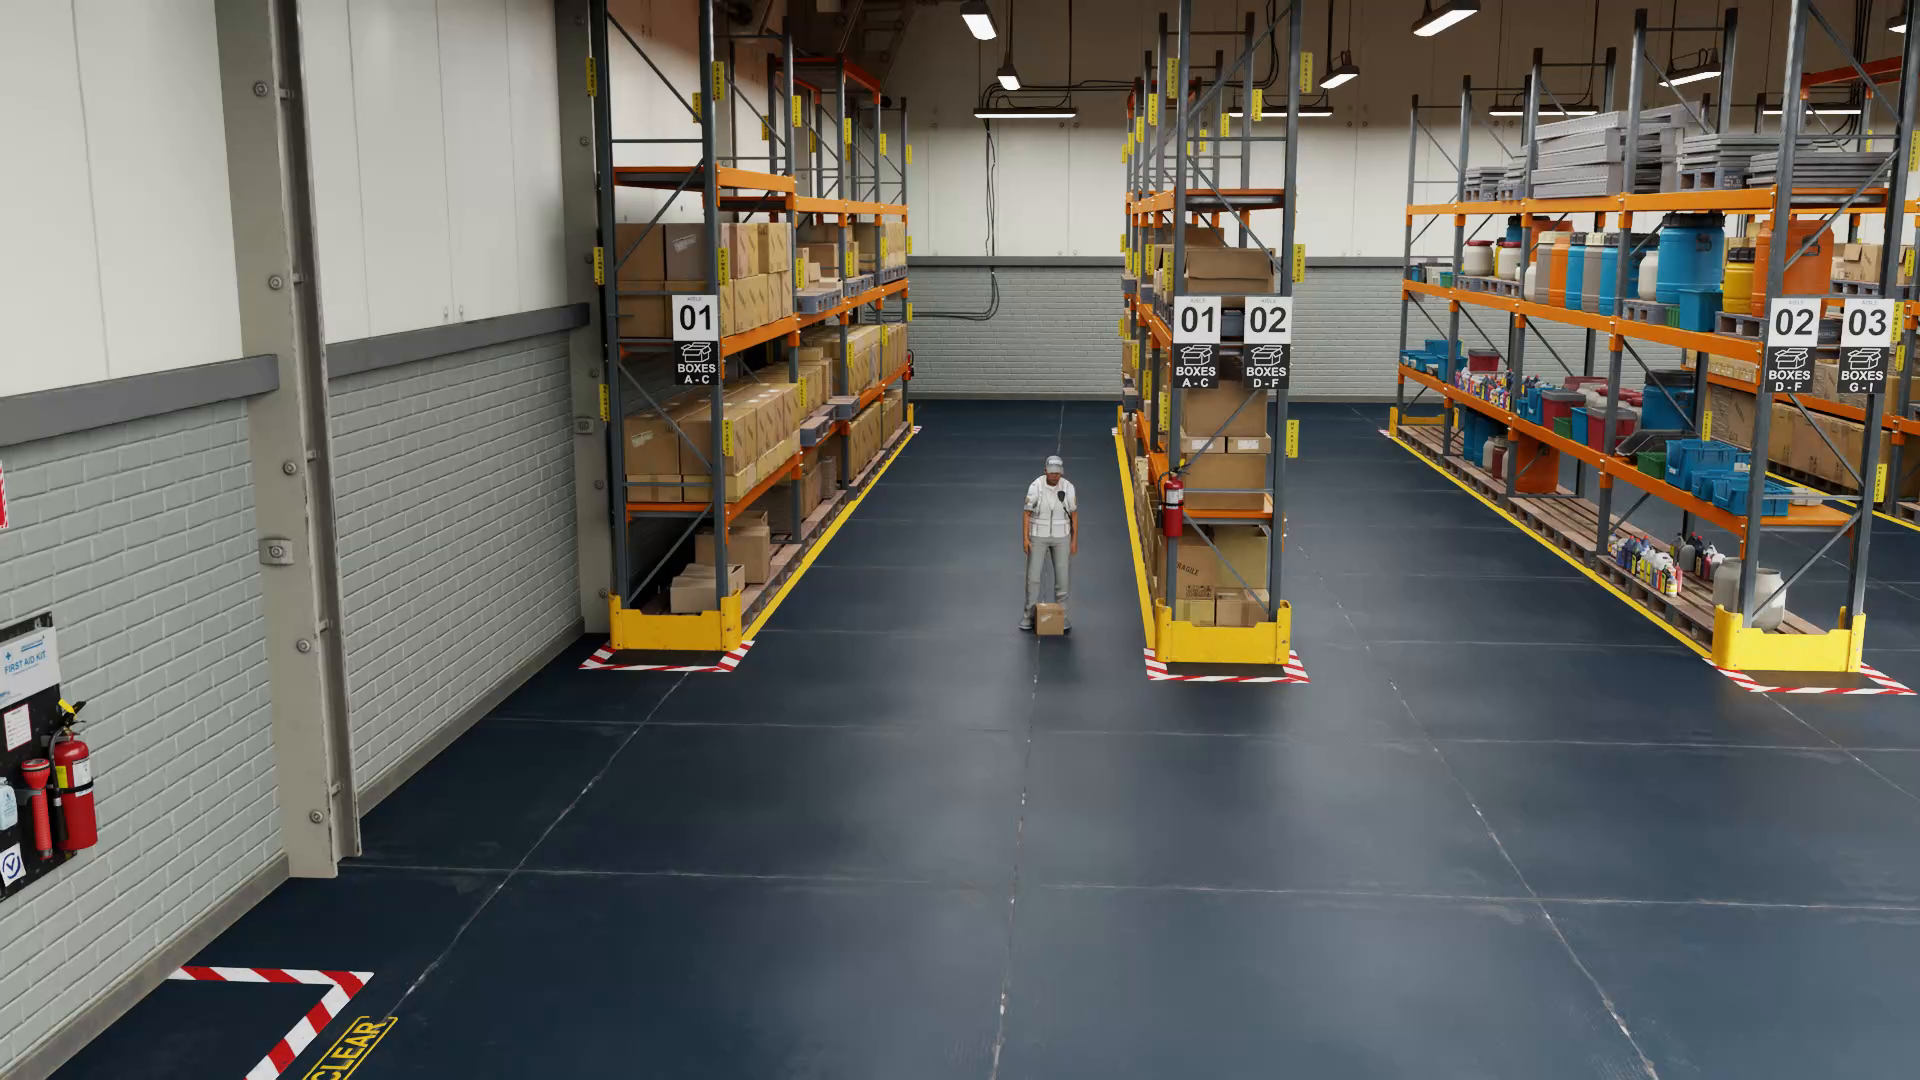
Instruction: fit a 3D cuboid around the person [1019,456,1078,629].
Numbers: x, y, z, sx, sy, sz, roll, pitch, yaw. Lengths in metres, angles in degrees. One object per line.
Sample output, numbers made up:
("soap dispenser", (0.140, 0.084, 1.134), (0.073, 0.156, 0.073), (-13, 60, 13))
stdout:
("person", (0.845, 0.013, 15.848), (0.563, 1.665, 0.471), (0, 11, -1))
